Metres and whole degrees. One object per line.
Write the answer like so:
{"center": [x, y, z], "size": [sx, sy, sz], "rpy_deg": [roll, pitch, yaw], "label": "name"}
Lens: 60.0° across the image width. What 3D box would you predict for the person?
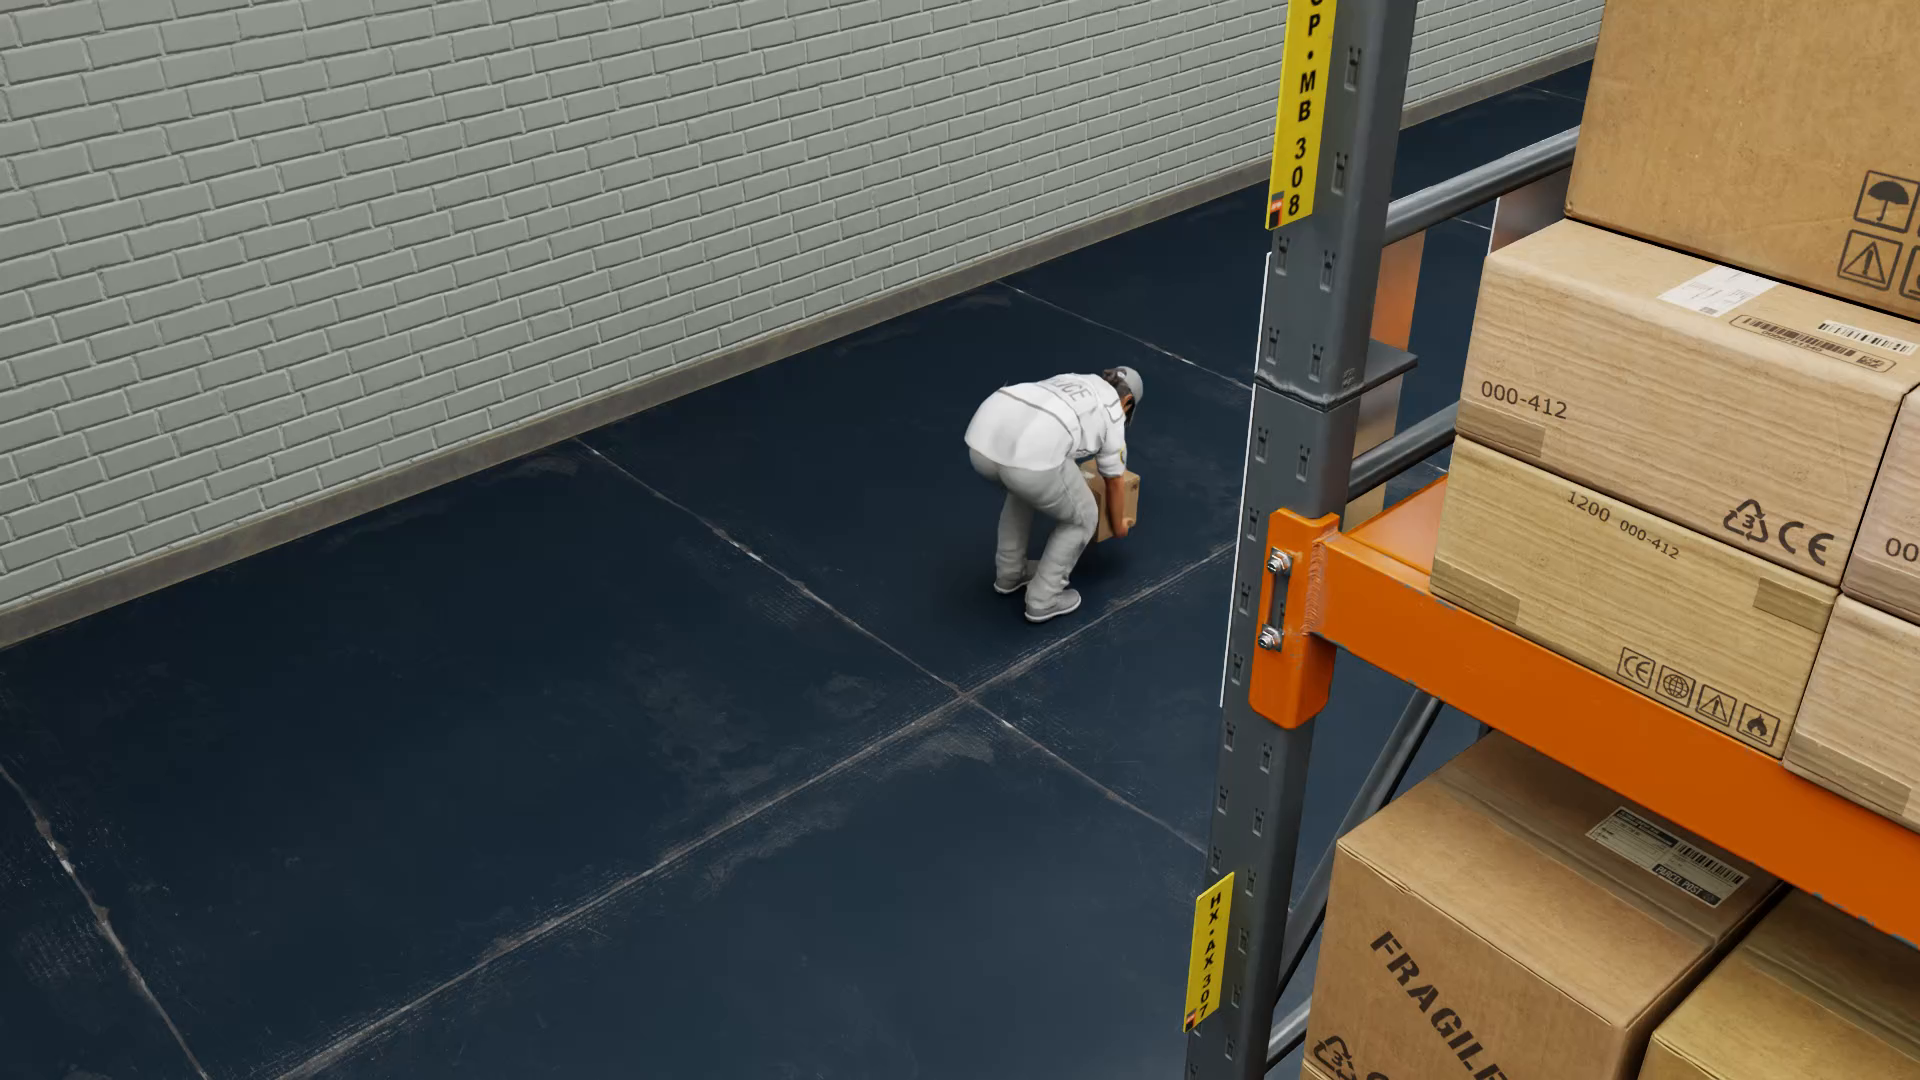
{"center": [0.445, -0.245, 7.135], "size": [0.480, 1.026, 0.951], "rpy_deg": [28, 41, 37], "label": "person"}
